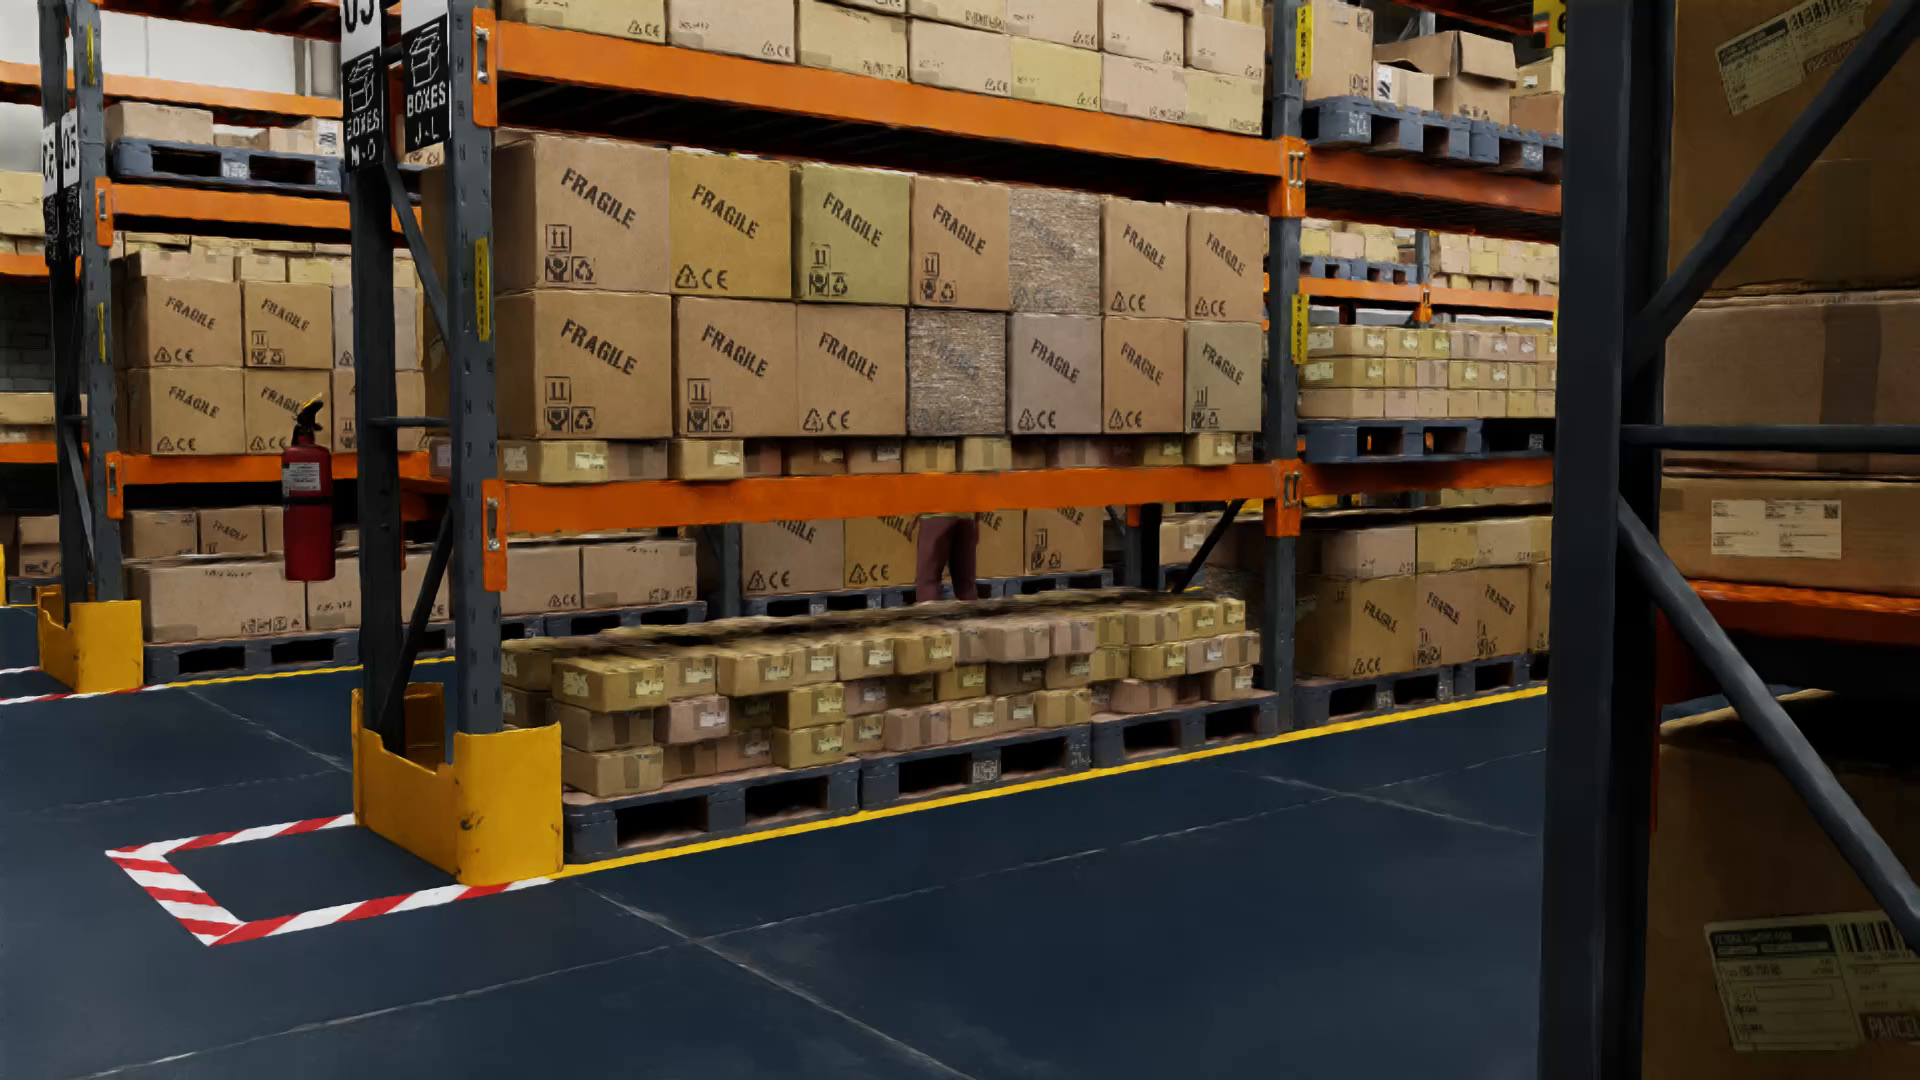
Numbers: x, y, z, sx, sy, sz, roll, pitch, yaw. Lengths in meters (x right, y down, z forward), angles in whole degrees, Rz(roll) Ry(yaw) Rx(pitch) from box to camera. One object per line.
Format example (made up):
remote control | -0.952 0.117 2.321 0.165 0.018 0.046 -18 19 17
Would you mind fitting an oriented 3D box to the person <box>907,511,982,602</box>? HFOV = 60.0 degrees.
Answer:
person | -0.080 -0.081 9.997 0.481 1.679 0.385 -3 5 -36
